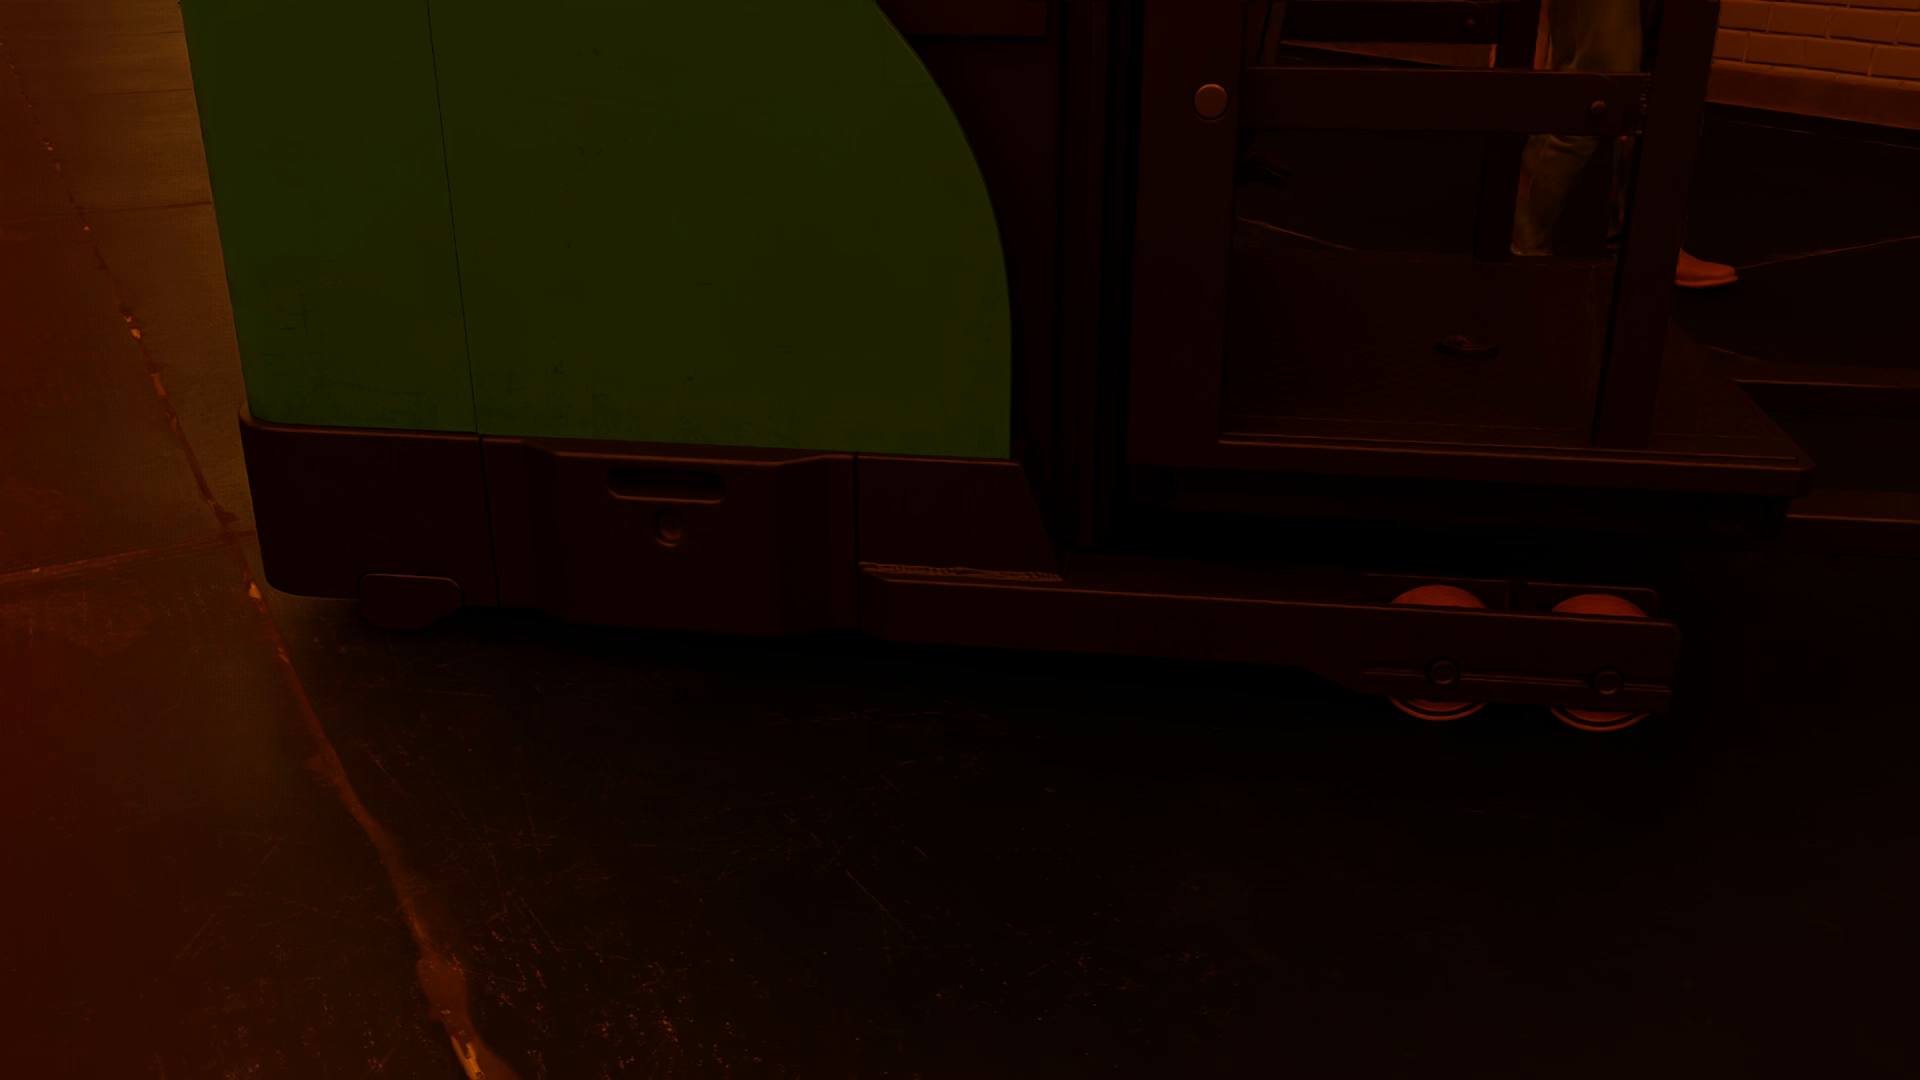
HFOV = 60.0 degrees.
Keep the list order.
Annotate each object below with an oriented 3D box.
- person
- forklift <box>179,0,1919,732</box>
[{"bbox_3d":[1.535,-1.410,3.777,0.807,1.745,0.413,-15,27,-32],"label":"person"},{"bbox_3d":[0.582,-1.335,2.027,3.031,2.935,1.130,3,23,7],"label":"forklift"}]
